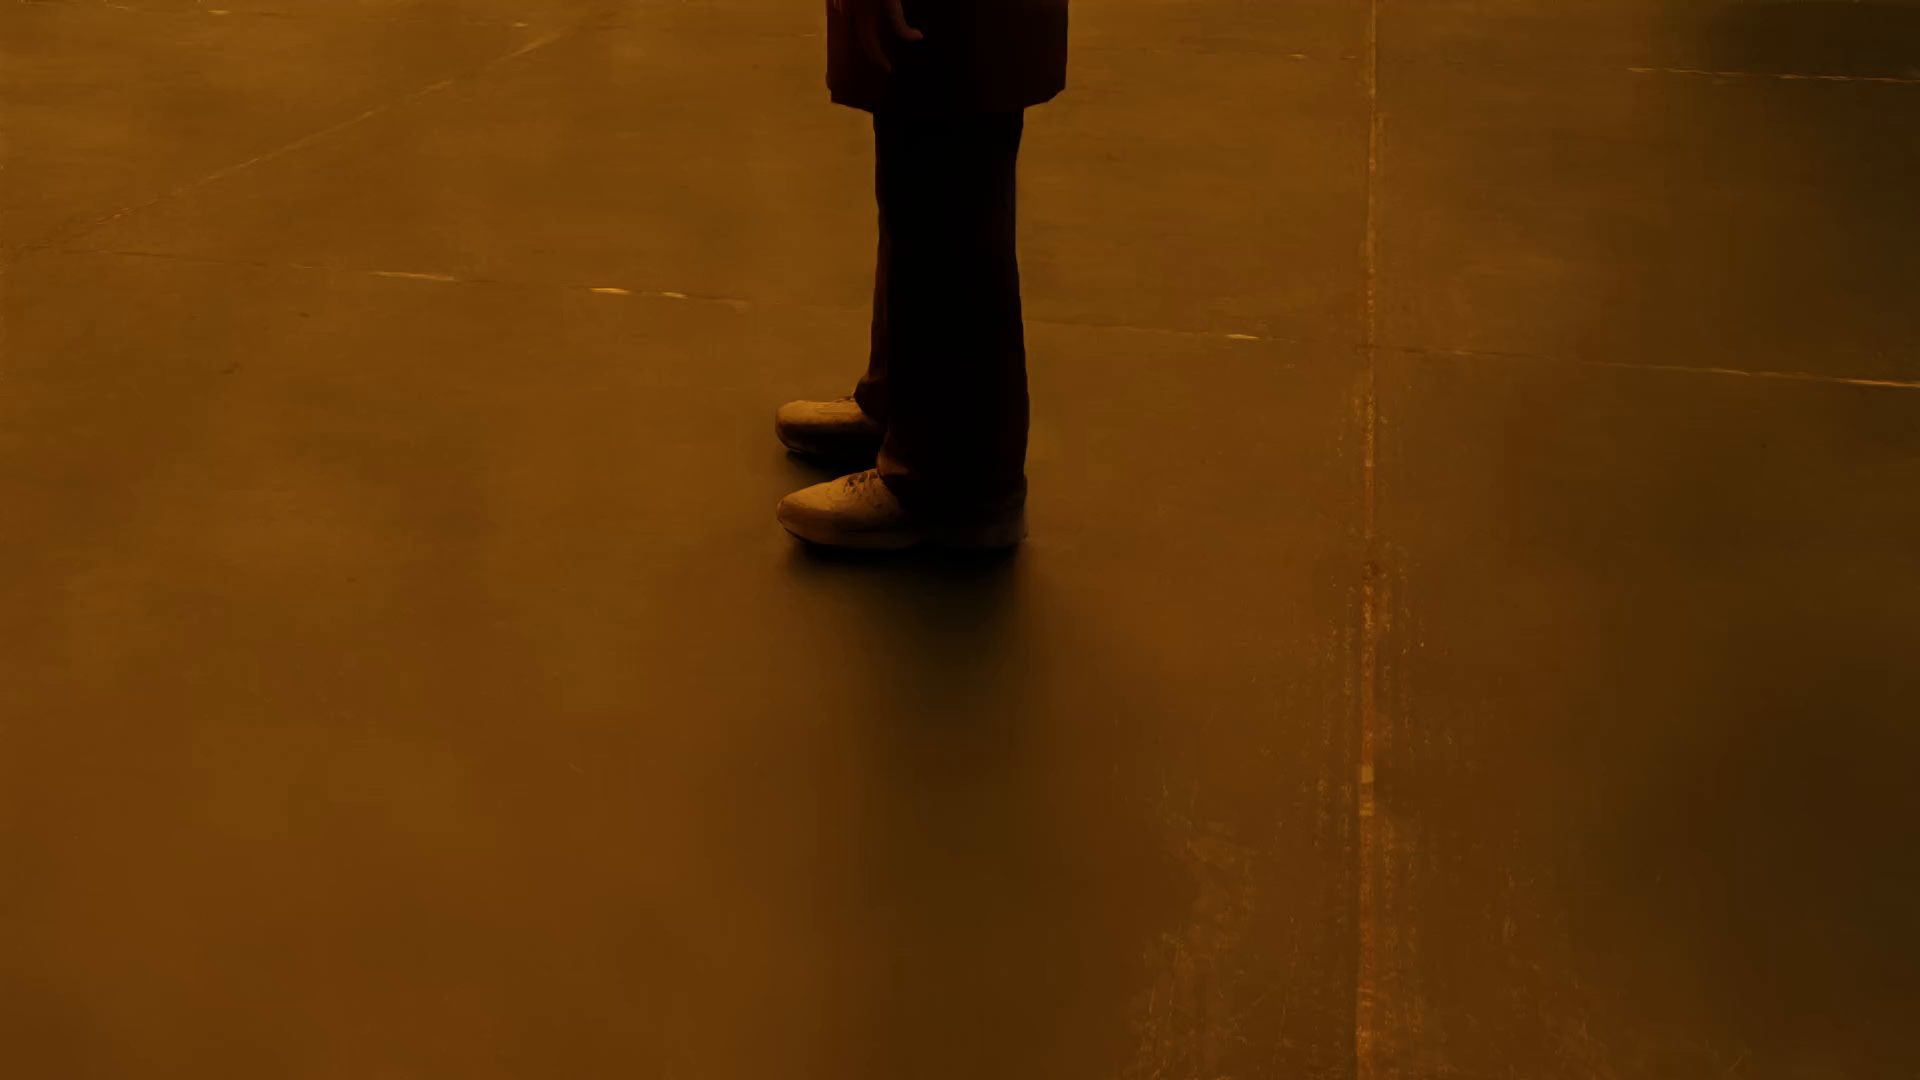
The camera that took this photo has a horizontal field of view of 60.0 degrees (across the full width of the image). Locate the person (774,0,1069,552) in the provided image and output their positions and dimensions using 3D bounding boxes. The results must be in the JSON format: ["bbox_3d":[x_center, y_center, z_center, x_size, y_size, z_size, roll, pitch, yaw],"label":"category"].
[{"bbox_3d":[-0.088,-0.811,2.118,0.580,1.776,0.694,6,27,11],"label":"person"}]
